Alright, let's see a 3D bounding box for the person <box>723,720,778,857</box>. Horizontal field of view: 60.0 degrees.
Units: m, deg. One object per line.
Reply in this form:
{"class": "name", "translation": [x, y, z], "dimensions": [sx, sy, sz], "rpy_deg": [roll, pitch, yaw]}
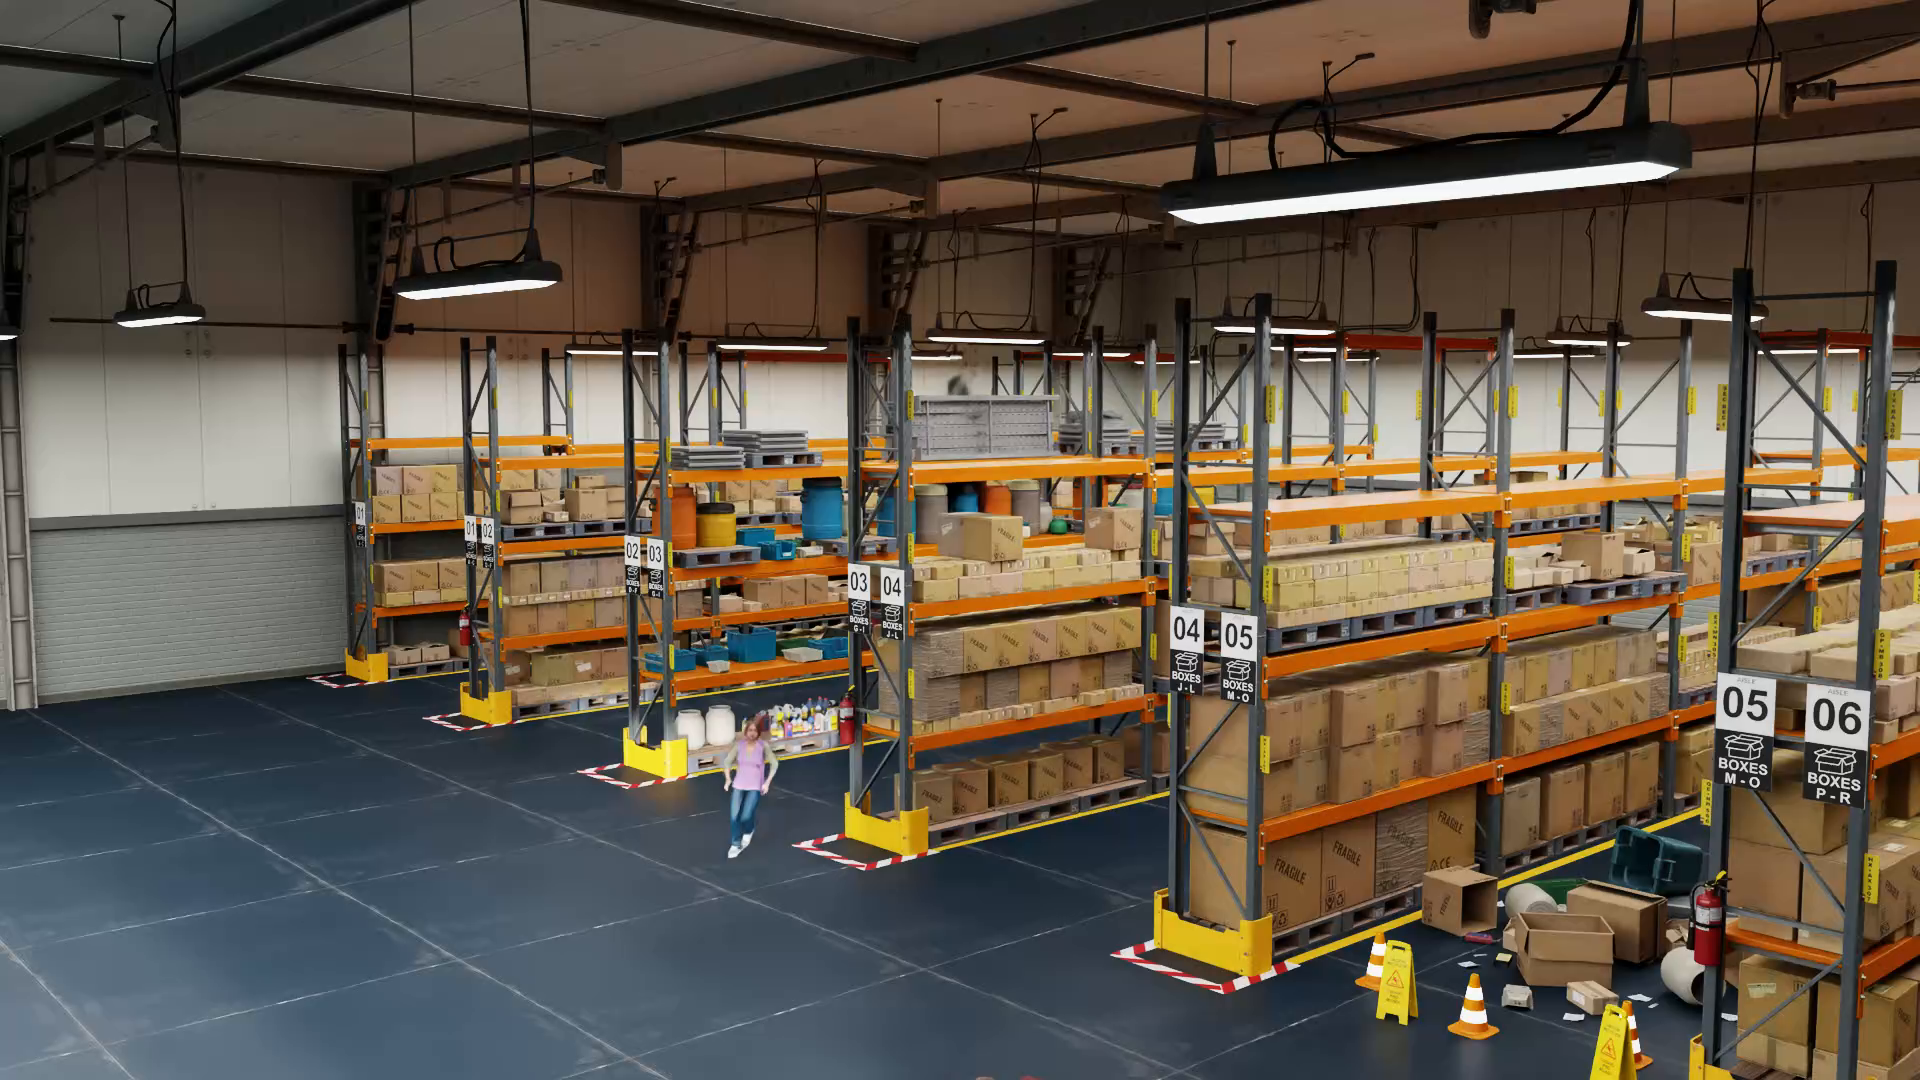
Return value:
{"class": "person", "translation": [-2.343, 2.760, 18.404], "dimensions": [0.600, 1.549, 0.468], "rpy_deg": [1, 5, 9]}
